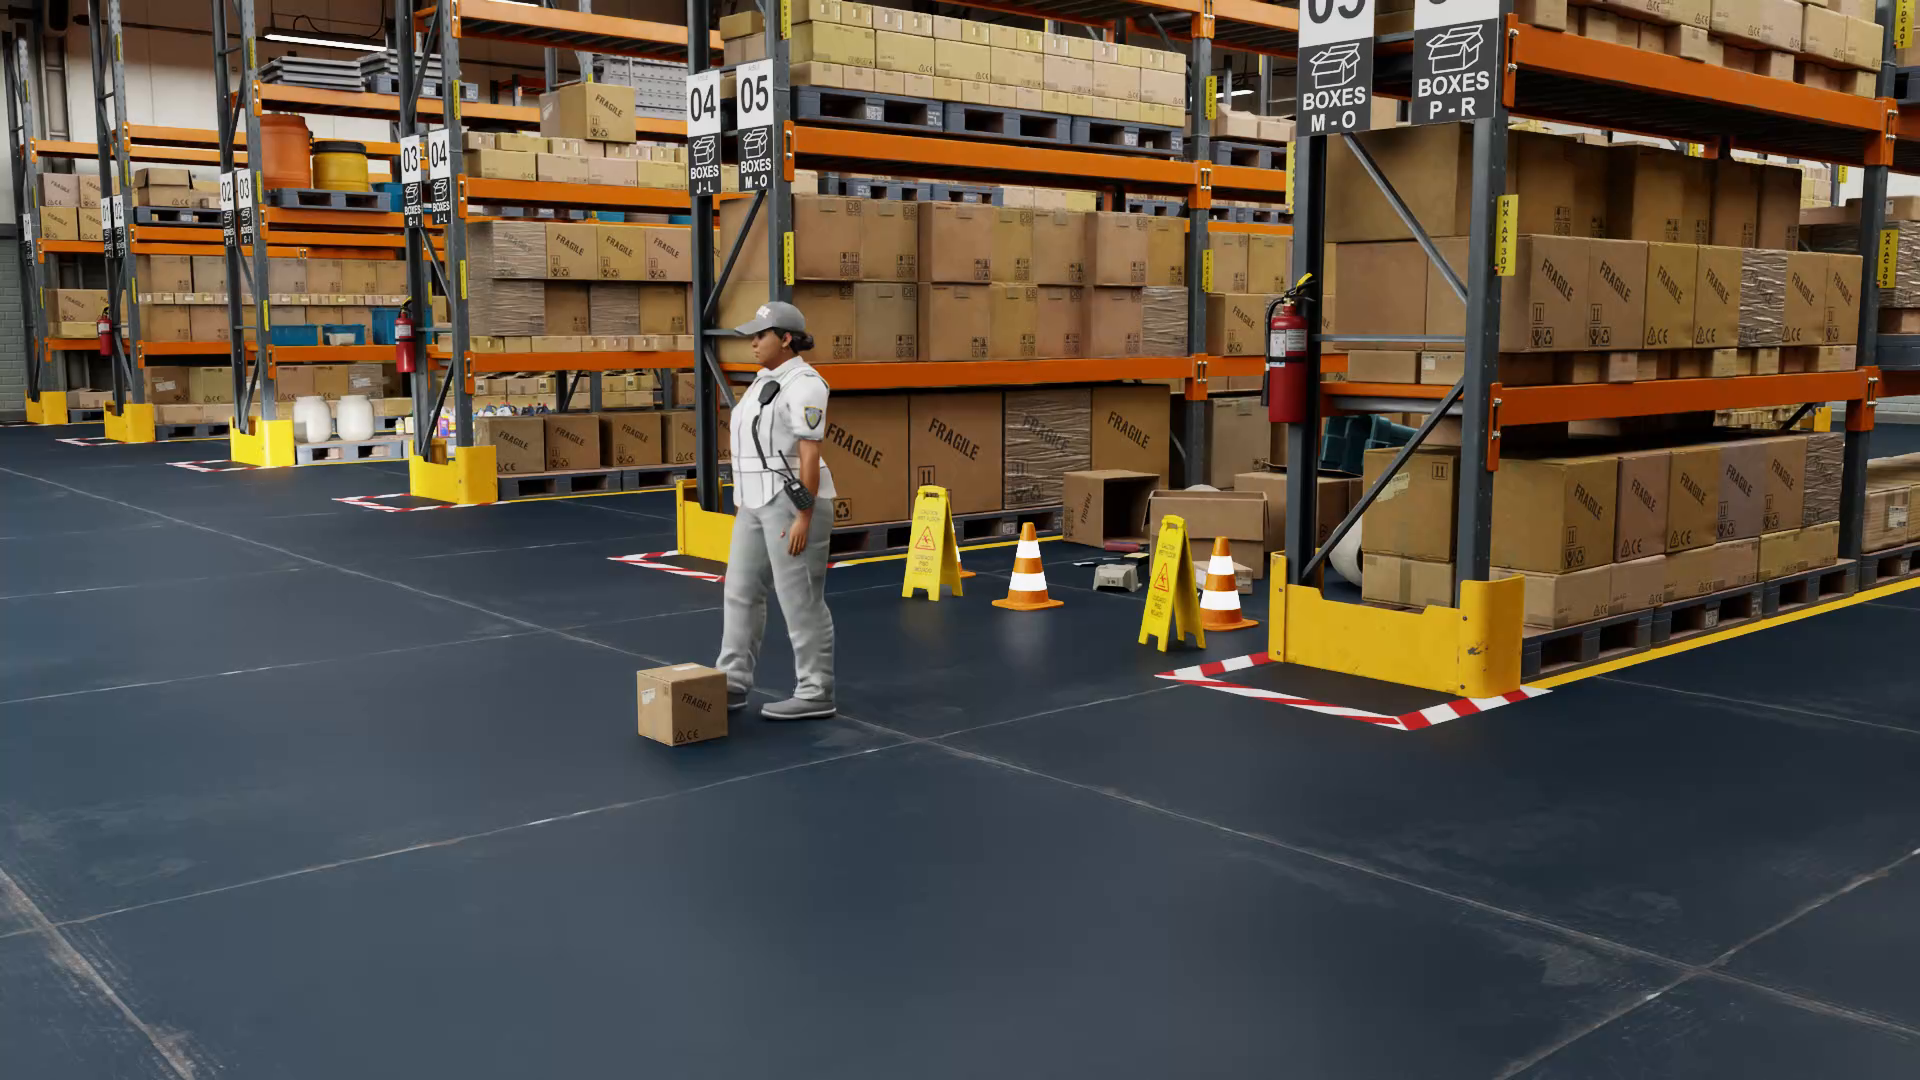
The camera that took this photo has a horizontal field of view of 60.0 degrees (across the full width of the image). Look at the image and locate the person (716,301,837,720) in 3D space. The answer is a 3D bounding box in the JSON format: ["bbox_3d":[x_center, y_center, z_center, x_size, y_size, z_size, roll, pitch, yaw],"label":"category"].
[{"bbox_3d":[-0.795,-0.109,6.573,0.581,1.656,0.478,-5,9,-31],"label":"person"}]
